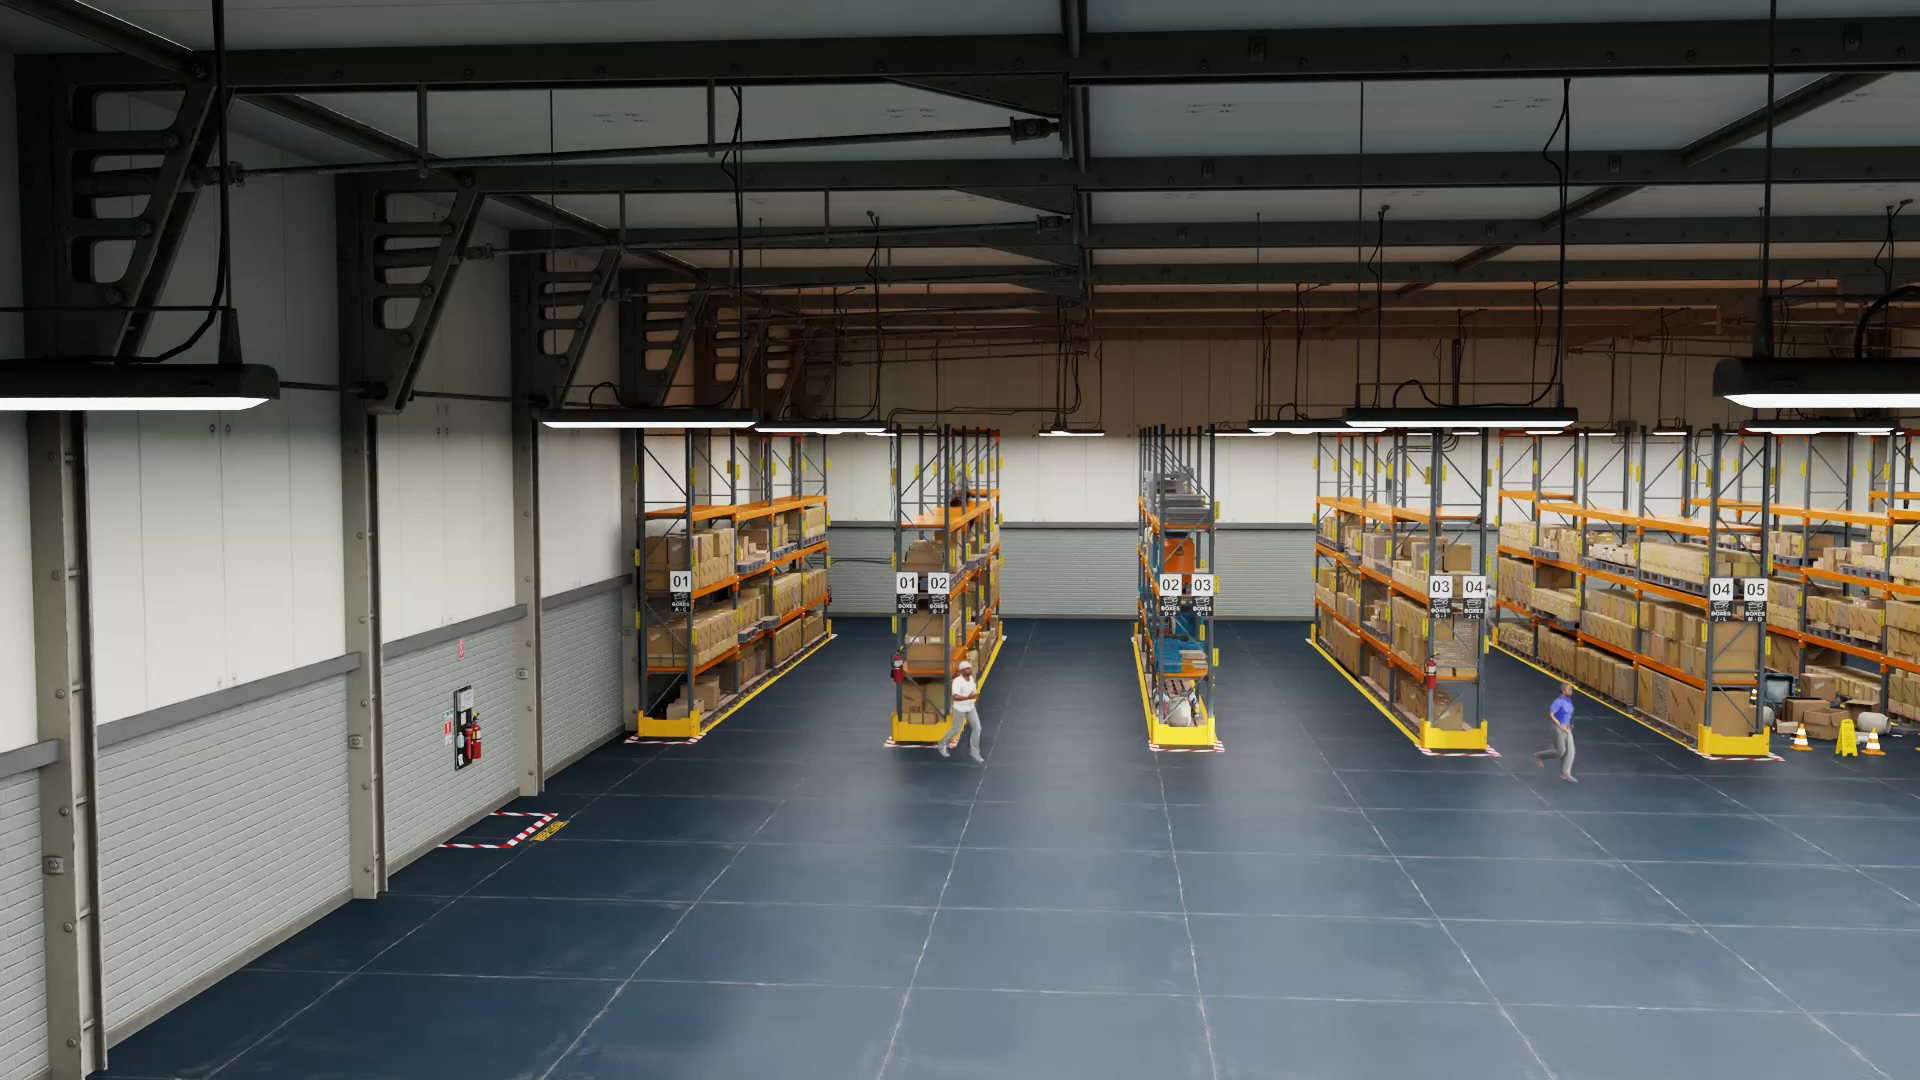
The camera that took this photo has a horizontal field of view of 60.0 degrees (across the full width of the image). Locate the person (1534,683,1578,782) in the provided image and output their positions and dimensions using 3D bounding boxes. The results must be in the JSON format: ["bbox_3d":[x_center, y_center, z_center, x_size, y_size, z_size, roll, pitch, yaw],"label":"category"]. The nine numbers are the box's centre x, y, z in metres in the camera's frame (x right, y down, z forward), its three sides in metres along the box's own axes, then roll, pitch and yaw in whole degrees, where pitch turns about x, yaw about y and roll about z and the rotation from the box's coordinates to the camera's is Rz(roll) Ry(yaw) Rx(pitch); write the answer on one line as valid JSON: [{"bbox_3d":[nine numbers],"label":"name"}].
[{"bbox_3d":[10.102,3.217,28.062,0.762,1.637,0.600,3,5,44],"label":"person"}]

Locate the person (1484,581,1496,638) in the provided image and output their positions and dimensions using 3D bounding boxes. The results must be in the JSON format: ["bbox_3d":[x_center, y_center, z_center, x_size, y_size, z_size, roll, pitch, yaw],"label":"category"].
[{"bbox_3d":[15.002,2.025,47.169,0.726,1.727,0.673,-1,4,-12],"label":"person"}]

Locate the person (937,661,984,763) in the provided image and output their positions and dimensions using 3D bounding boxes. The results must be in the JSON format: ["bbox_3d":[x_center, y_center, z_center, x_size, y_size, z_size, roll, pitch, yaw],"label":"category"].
[{"bbox_3d":[0.039,3.040,29.594,0.908,1.814,0.713,3,4,39],"label":"person"}]
